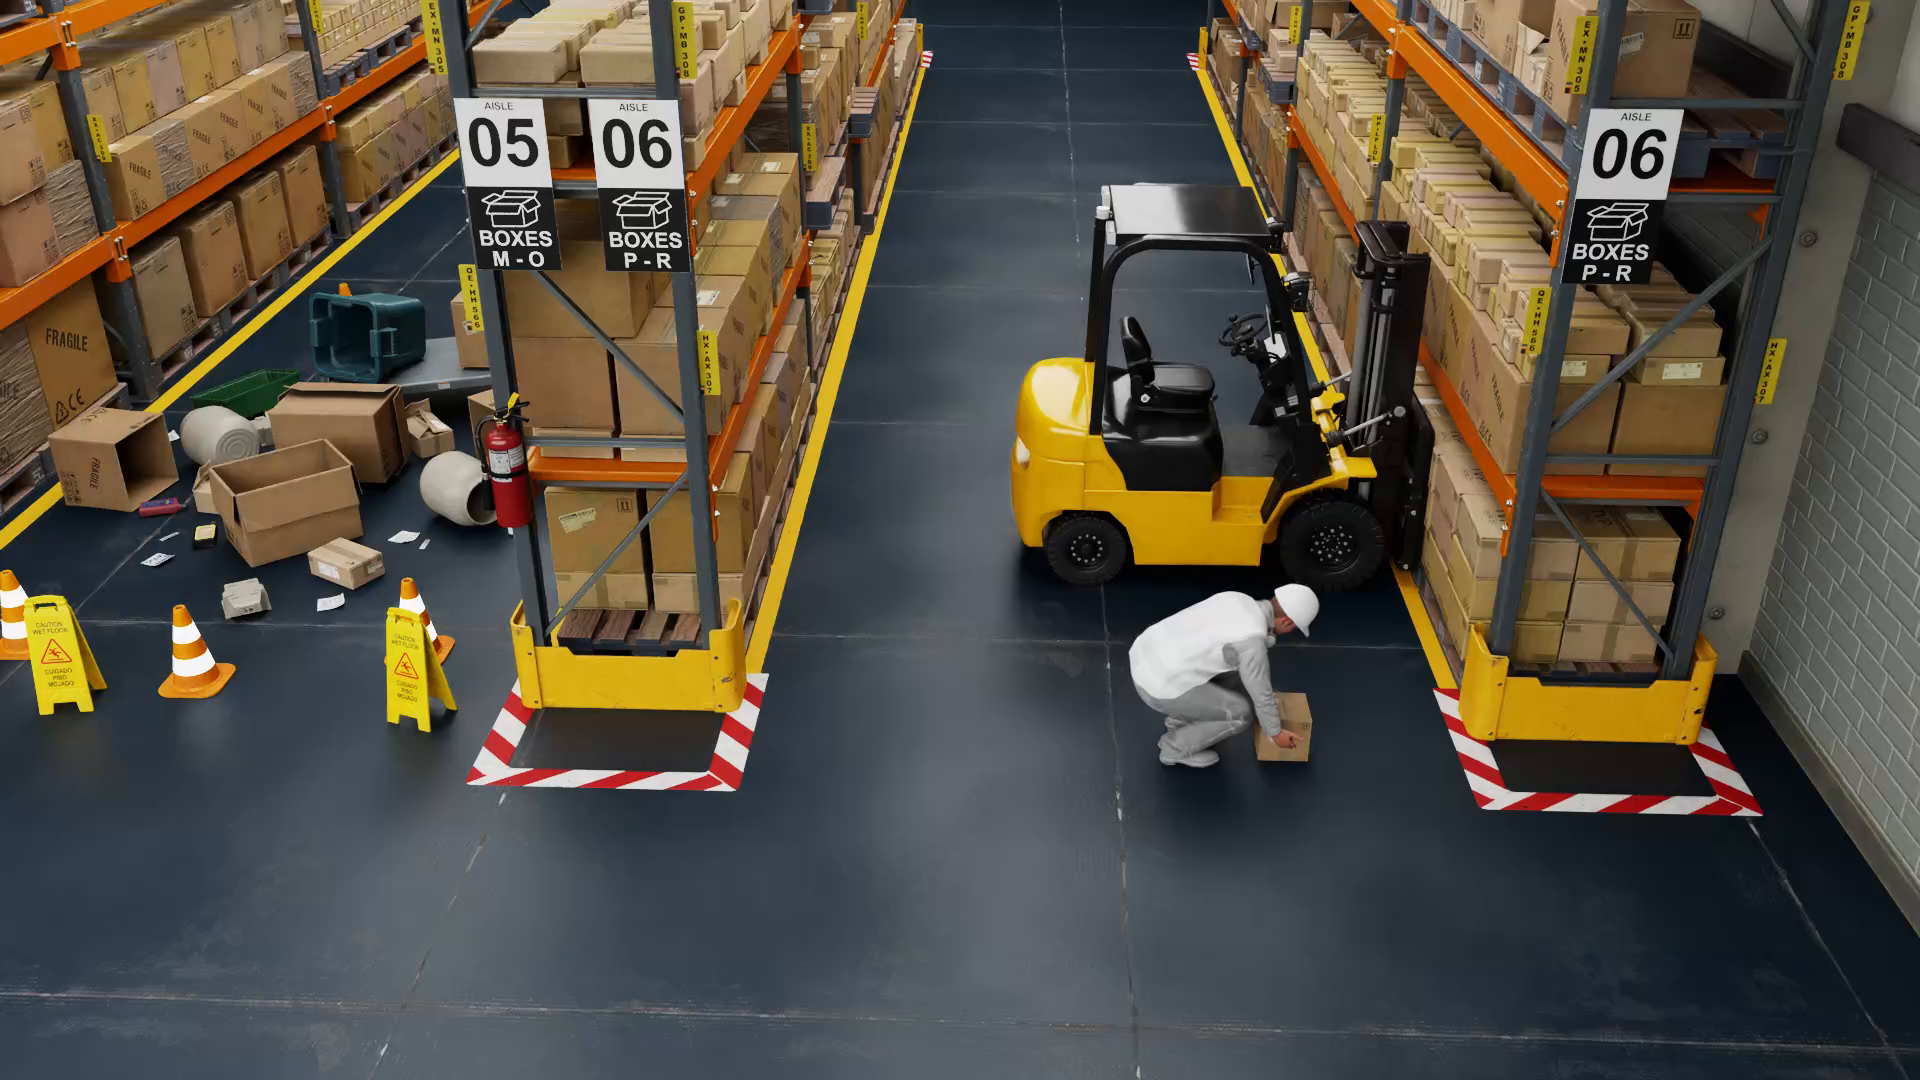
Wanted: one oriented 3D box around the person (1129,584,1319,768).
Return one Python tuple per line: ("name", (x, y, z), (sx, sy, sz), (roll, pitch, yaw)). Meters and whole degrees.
("person", (1.303, 0.644, 8.296), (0.913, 0.916, 0.536), (1, 28, 2))
